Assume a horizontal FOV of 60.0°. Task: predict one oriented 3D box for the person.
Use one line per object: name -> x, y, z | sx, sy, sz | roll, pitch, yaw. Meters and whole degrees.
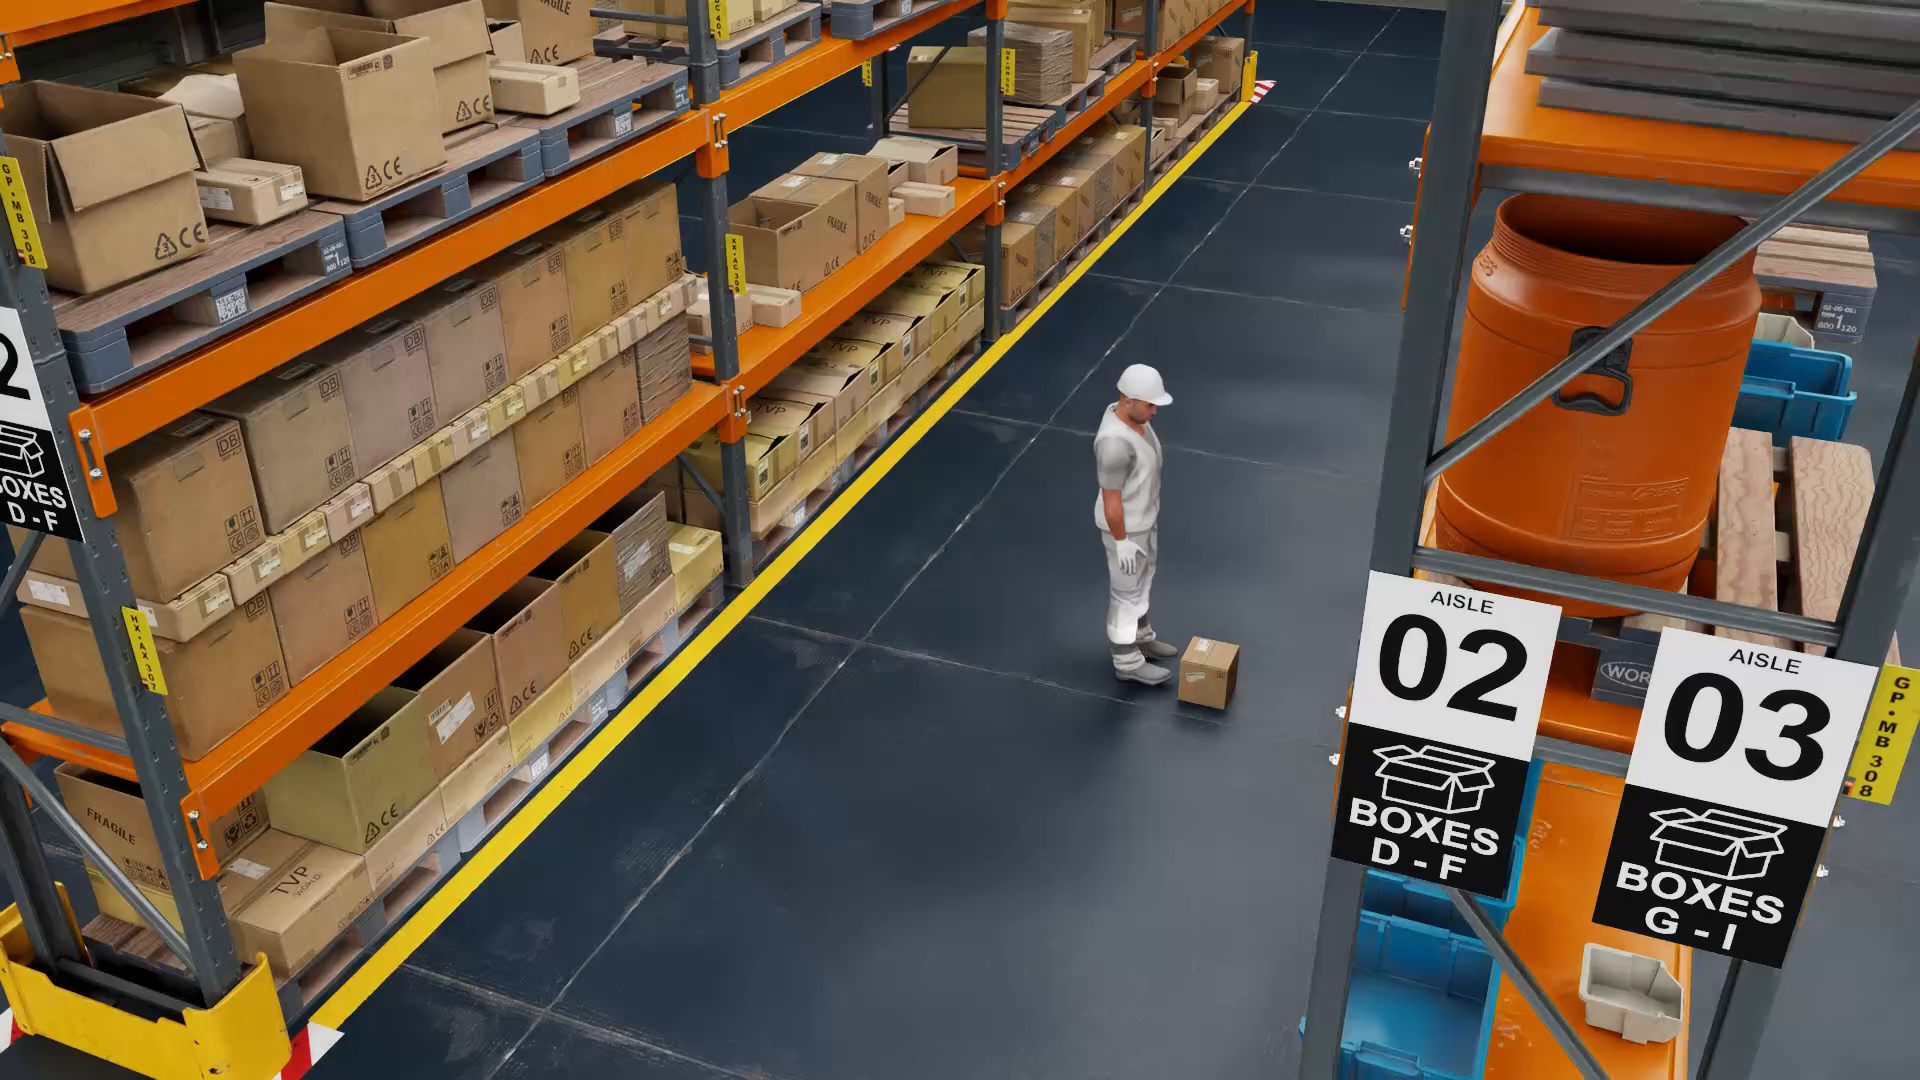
person -> 0.914, -0.069, 8.471 | 0.455, 1.803, 0.577 | 9, 31, 15
